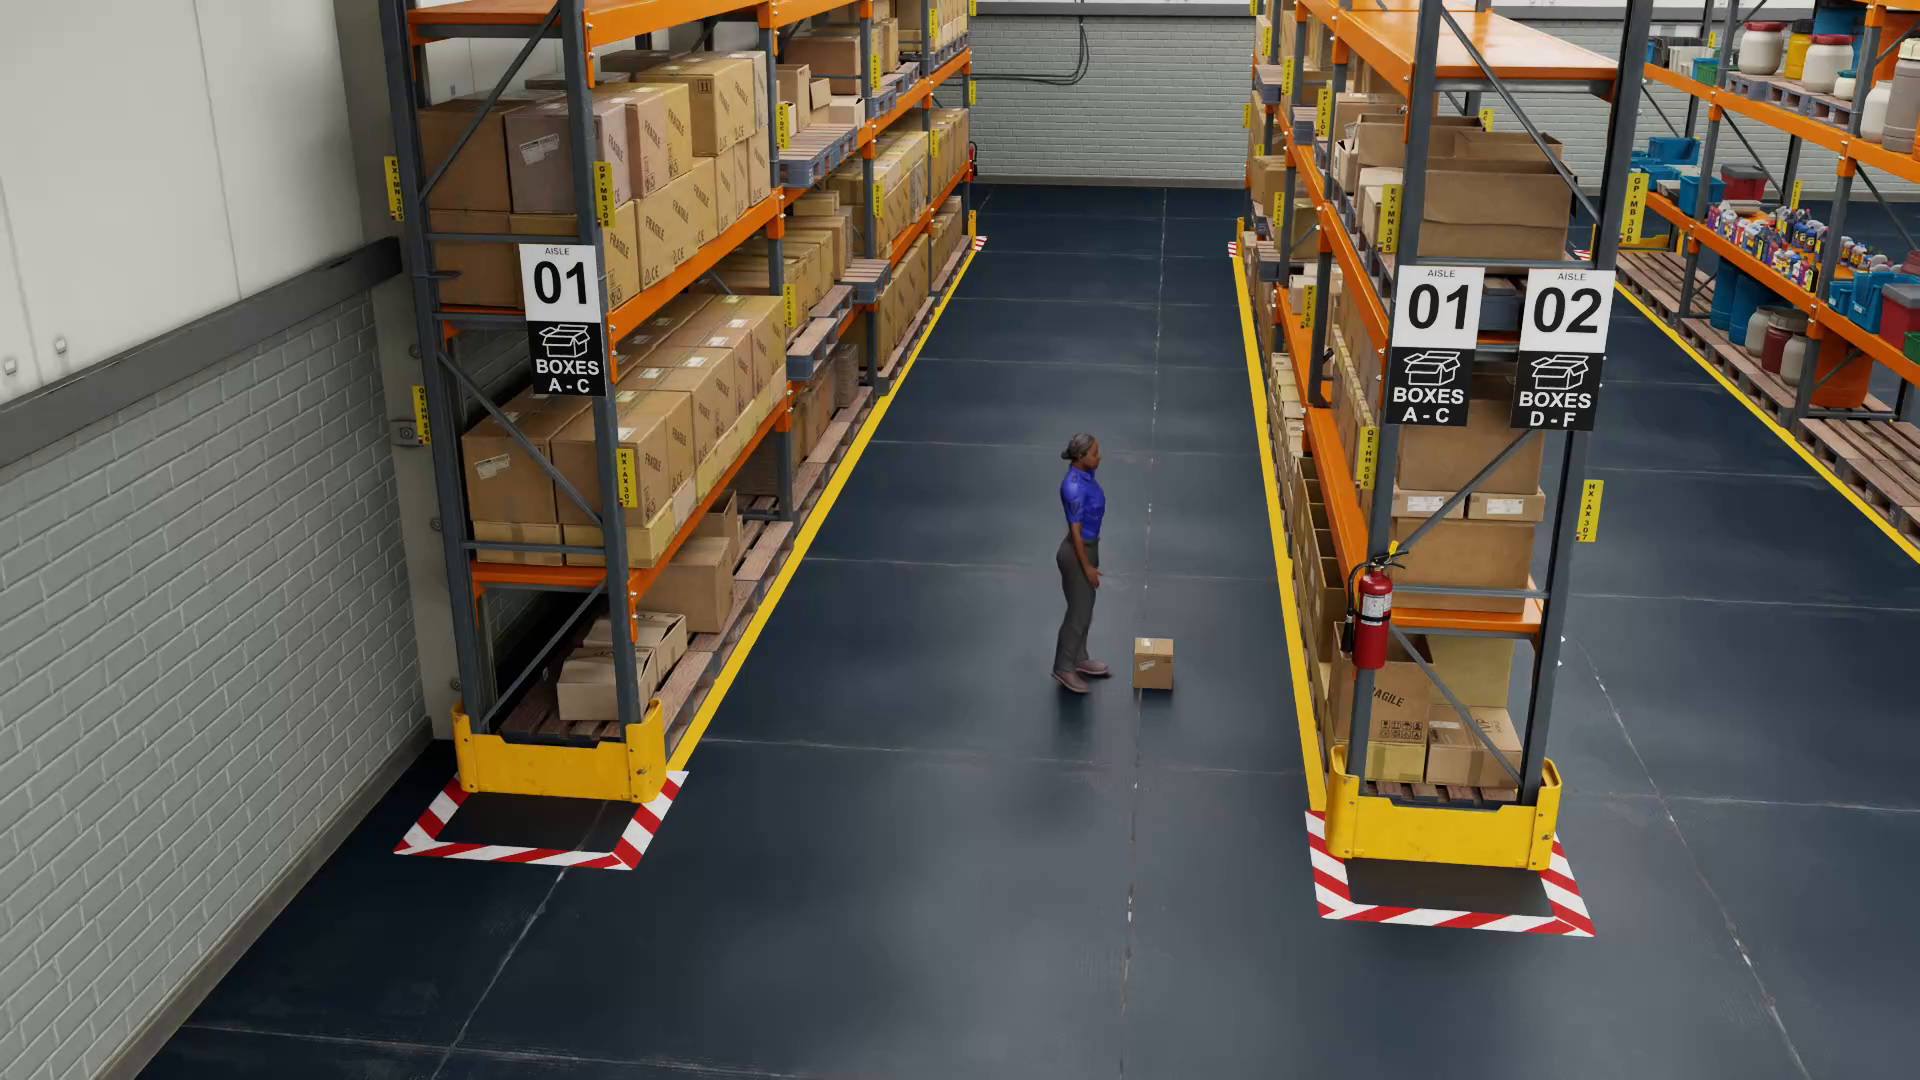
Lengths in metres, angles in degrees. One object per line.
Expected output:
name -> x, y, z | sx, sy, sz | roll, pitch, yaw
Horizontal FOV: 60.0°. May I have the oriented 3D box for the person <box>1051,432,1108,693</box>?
person -> 0.794, 0.128, 10.712 | 0.356, 1.683, 0.506 | 4, 22, 11
